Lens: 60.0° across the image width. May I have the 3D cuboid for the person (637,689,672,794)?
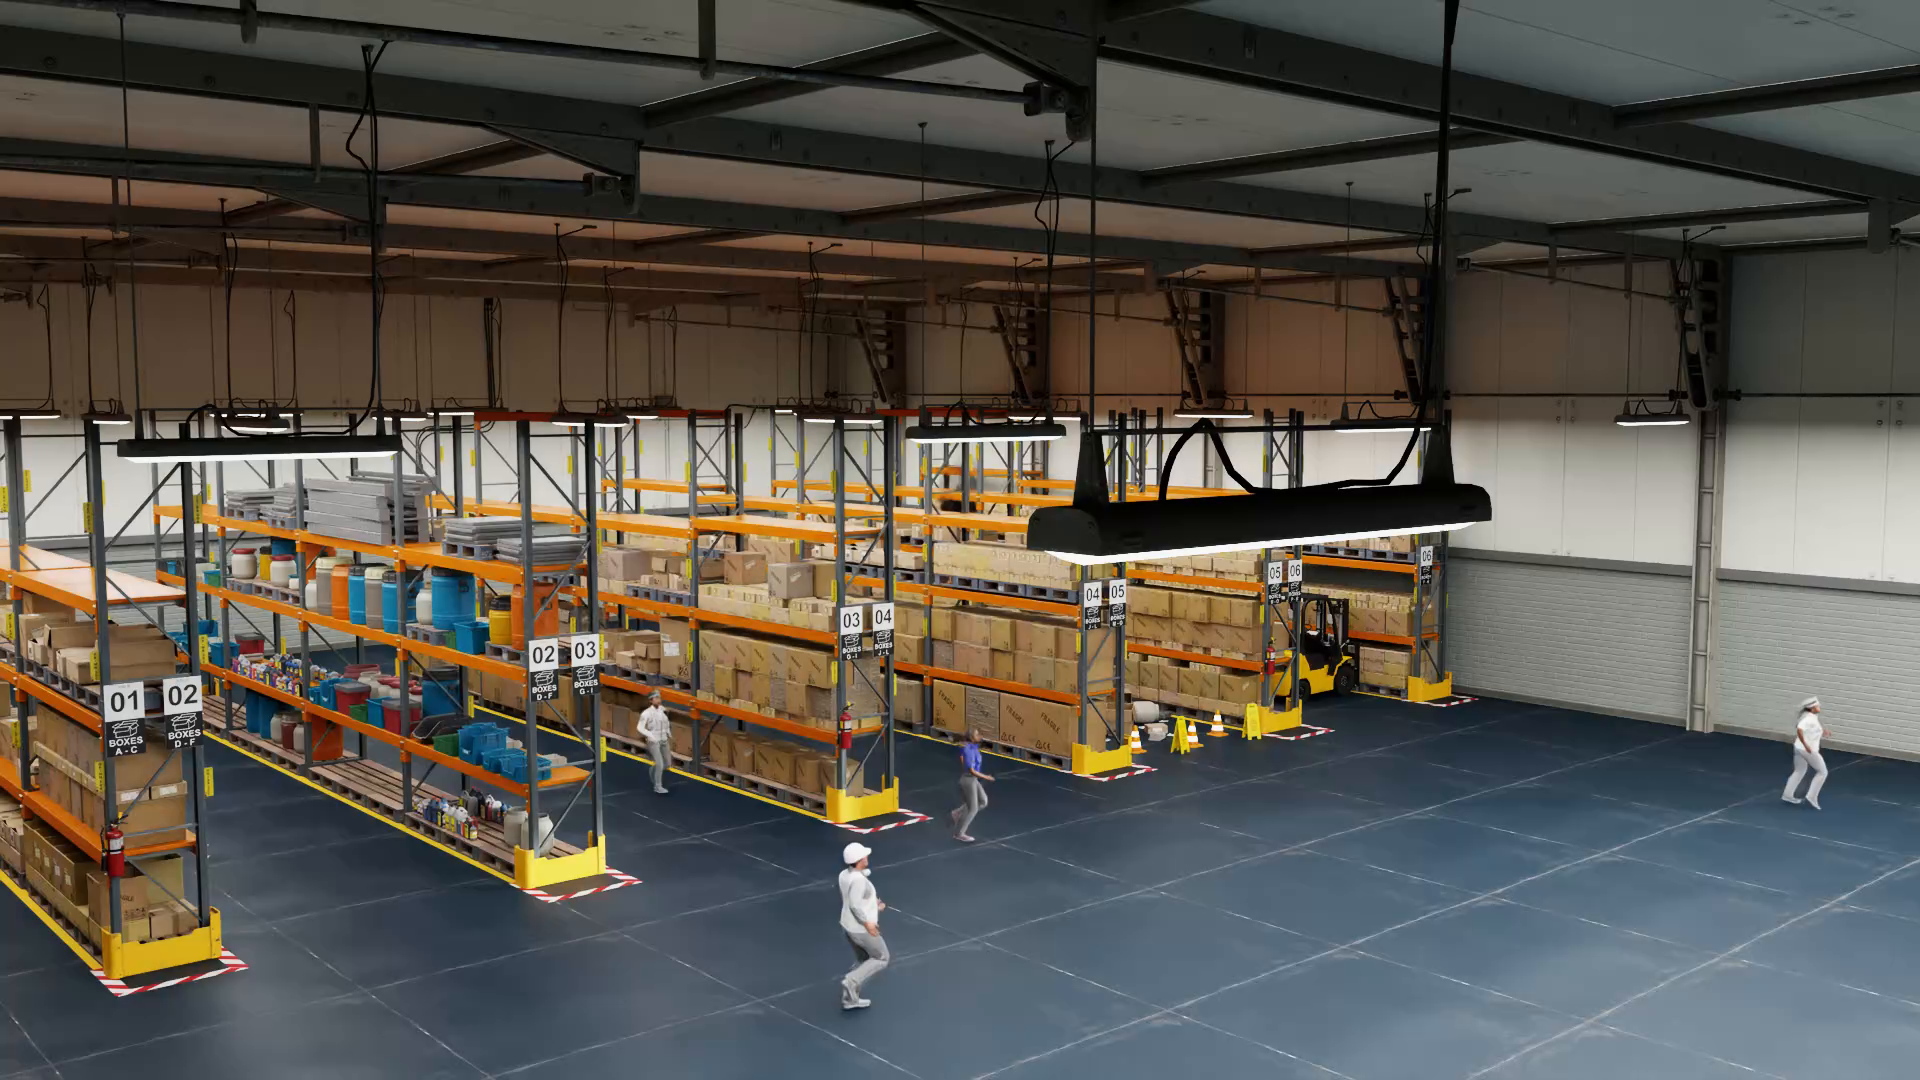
[{"bbox_3d":[-4.840,3.185,26.448,0.560,1.647,0.614,5,7,44],"label":"person"}]

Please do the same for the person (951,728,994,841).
[{"bbox_3d":[0.181,3.468,23.655,0.617,1.597,0.611,0,5,1],"label":"person"}]

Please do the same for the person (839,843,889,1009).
[{"bbox_3d":[-0.994,3.964,17.122,0.569,1.729,0.652,-2,6,-26],"label":"person"}]

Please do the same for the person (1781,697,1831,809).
[{"bbox_3d":[13.020,3.264,25.548,0.725,1.751,0.545,0,5,5],"label":"person"}]
